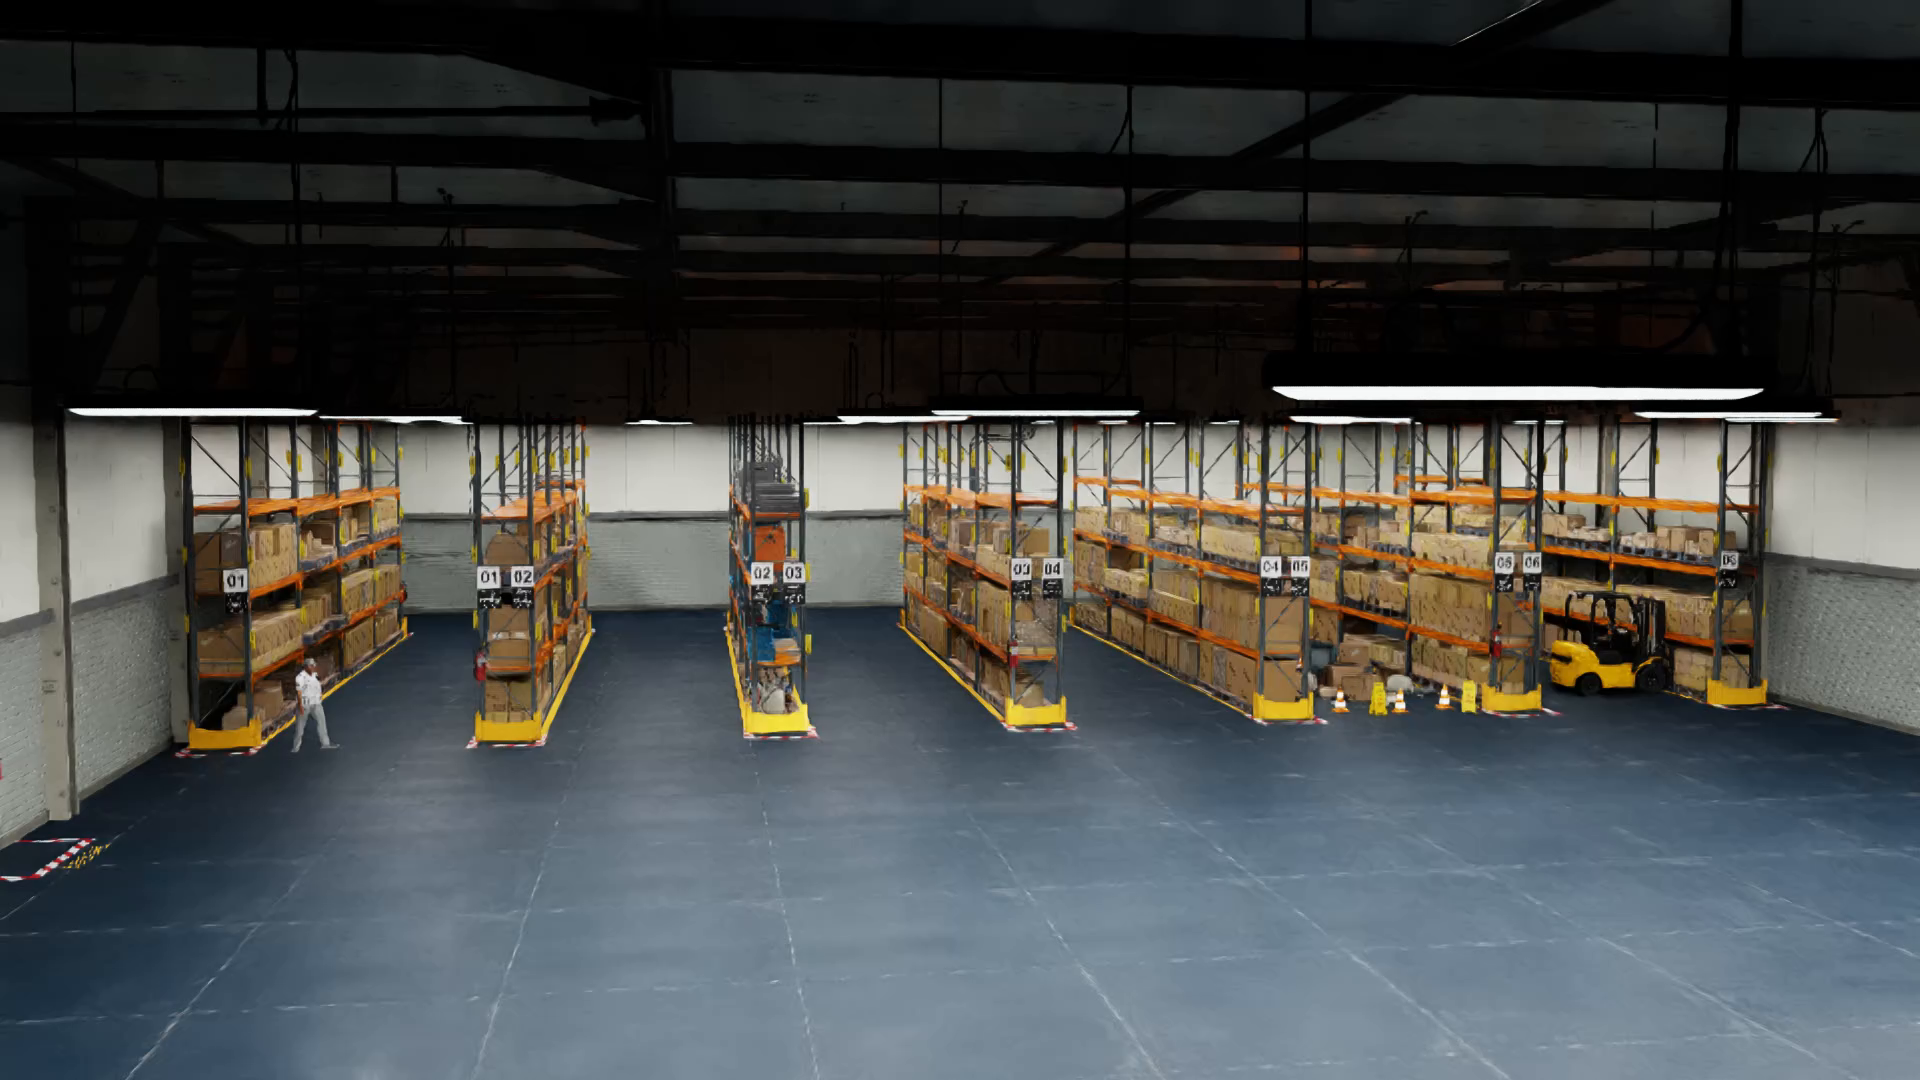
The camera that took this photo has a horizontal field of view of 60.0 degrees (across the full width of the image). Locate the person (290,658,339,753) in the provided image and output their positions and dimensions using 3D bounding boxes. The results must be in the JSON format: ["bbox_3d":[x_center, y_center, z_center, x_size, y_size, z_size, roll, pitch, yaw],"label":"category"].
[{"bbox_3d":[-11.436,2.893,29.320,0.565,1.655,0.734,2,4,30],"label":"person"}]

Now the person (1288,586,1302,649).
[{"bbox_3d":[8.381,1.991,42.029,0.592,1.719,0.668,1,4,13],"label":"person"}]

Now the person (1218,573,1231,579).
[{"bbox_3d":[8.395,1.369,52.420,0.461,1.607,0.515,-4,5,-42],"label":"person"}]
